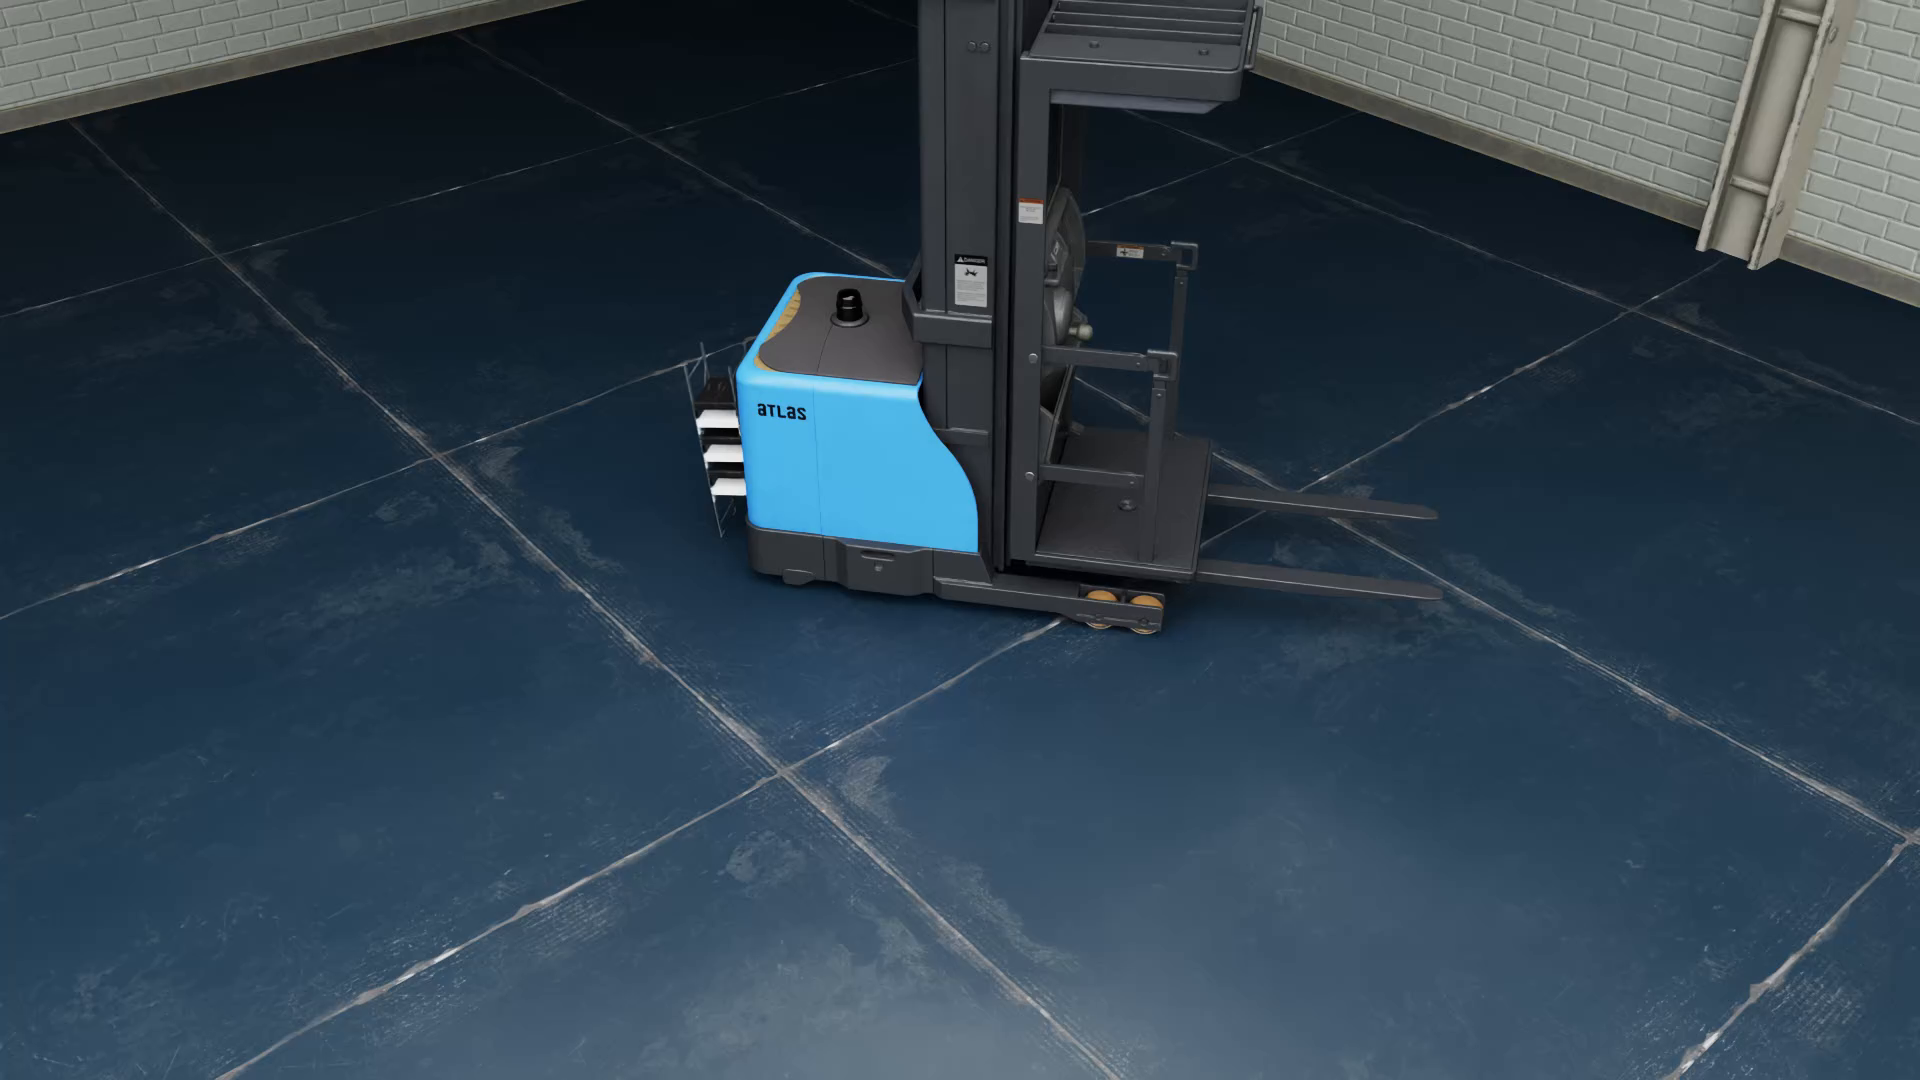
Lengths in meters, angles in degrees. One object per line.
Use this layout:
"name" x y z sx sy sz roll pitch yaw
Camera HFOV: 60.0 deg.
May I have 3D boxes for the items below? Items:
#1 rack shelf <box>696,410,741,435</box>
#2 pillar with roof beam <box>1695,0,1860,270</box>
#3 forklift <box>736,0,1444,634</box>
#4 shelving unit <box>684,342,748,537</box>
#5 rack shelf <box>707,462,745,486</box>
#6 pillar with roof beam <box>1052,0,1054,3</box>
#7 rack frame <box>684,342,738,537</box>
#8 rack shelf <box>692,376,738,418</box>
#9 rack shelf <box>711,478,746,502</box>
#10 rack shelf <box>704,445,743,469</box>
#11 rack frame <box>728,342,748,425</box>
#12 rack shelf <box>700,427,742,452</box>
"rack shelf" -1.051 -0.569 7.508 0.200 0.077 0.258 2 35 13
"pillar with roof beam" 1.506 -3.840 5.385 9.100 9.000 0.400 -26 43 -32
"forklift" 0.619 -1.125 6.803 3.031 2.935 1.130 7 36 9
"shelving unit" -1.037 -0.449 7.590 0.210 0.900 0.258 2 35 13
"rack shelf" -1.024 -0.347 7.659 0.200 0.077 0.258 2 35 13
"pillar with roof beam" -2.366 -6.489 9.126 9.100 9.000 0.400 -26 43 -32
"rack frame" -1.136 -0.452 7.612 0.006 0.900 0.240 2 35 13
"rack shelf" -1.060 -0.644 7.458 0.200 0.077 0.258 2 35 13
"rack shelf" -1.015 -0.273 7.709 0.200 0.077 0.258 2 35 13
"rack shelf" -1.033 -0.421 7.609 0.200 0.077 0.258 2 35 13
"rack frame" -0.938 -0.446 7.568 0.006 0.900 0.240 2 35 13
"rack shelf" -1.042 -0.495 7.558 0.200 0.077 0.258 2 35 13
